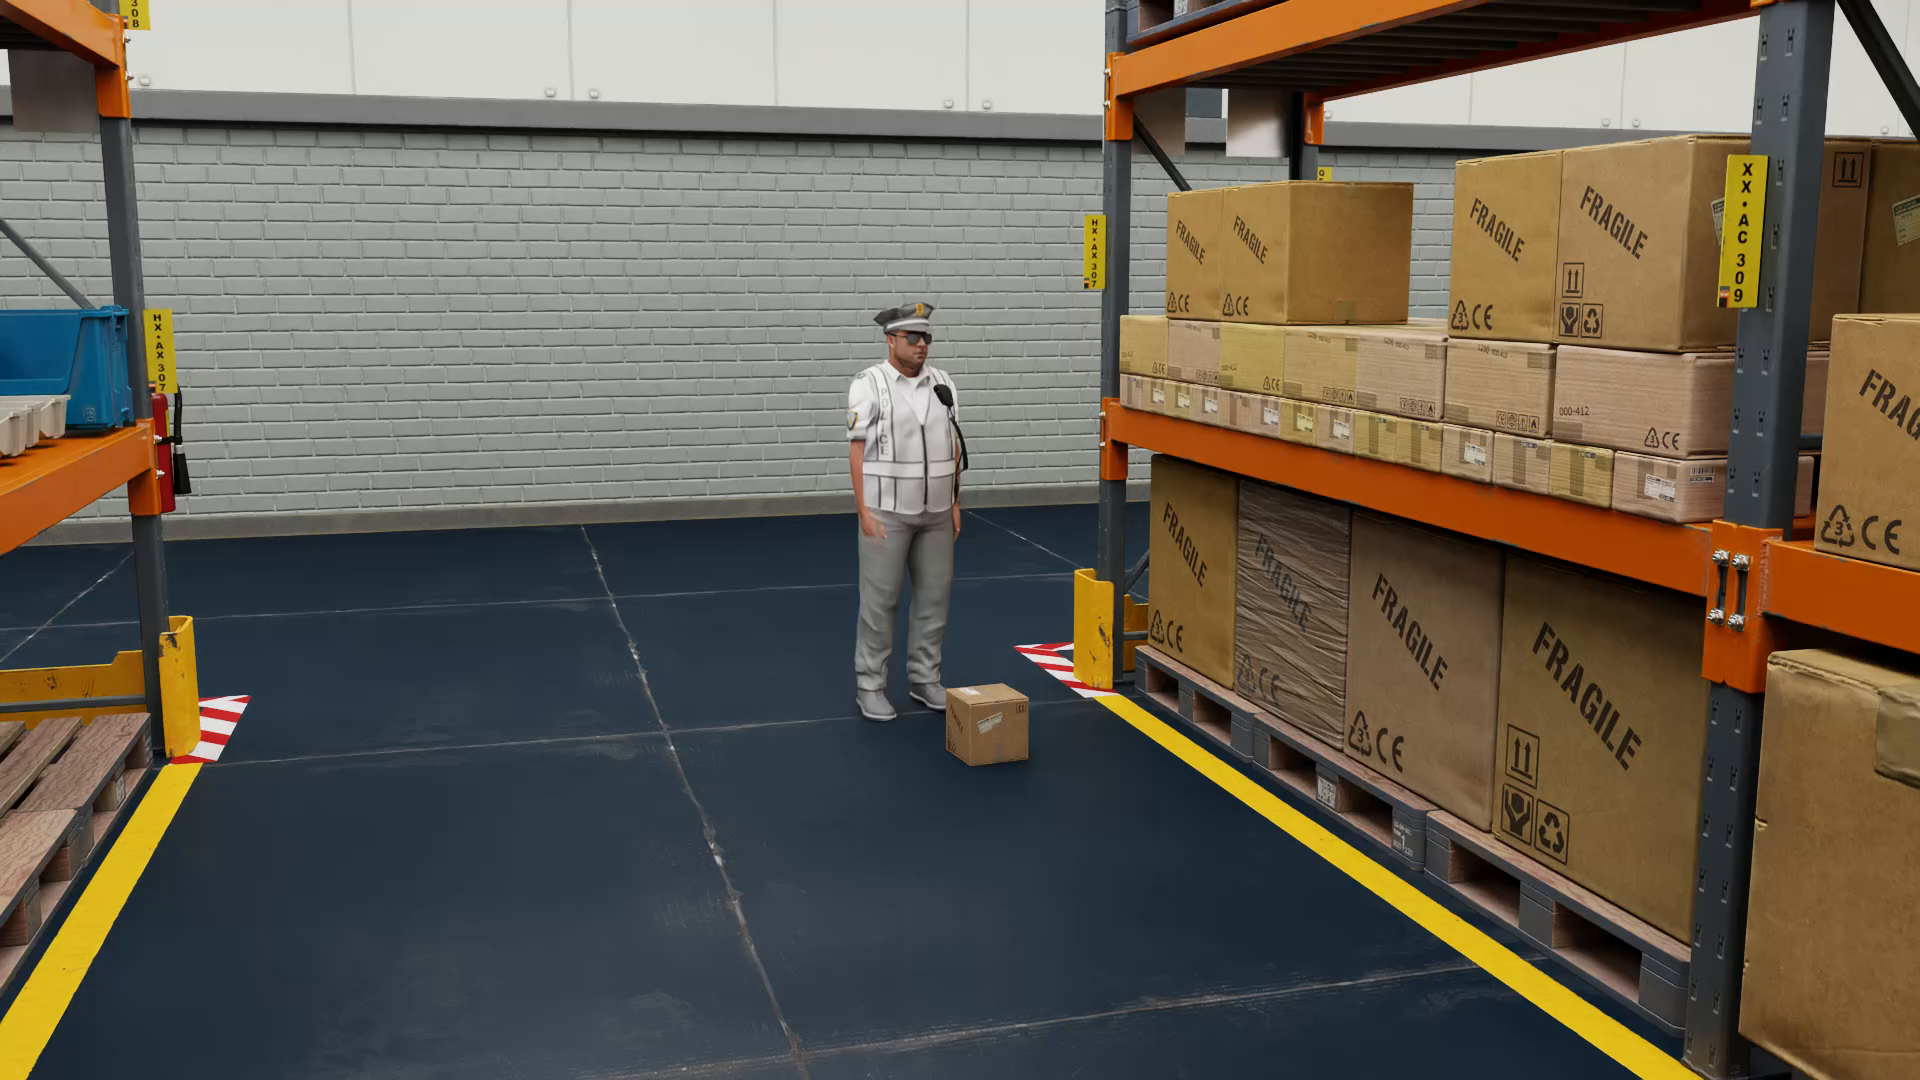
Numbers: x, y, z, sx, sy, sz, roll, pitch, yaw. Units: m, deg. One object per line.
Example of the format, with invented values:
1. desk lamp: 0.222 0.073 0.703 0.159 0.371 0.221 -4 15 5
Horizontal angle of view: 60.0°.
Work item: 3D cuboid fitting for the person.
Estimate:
1. person: -0.215 -0.131 7.147 0.526 1.767 0.395 -5 11 -29
